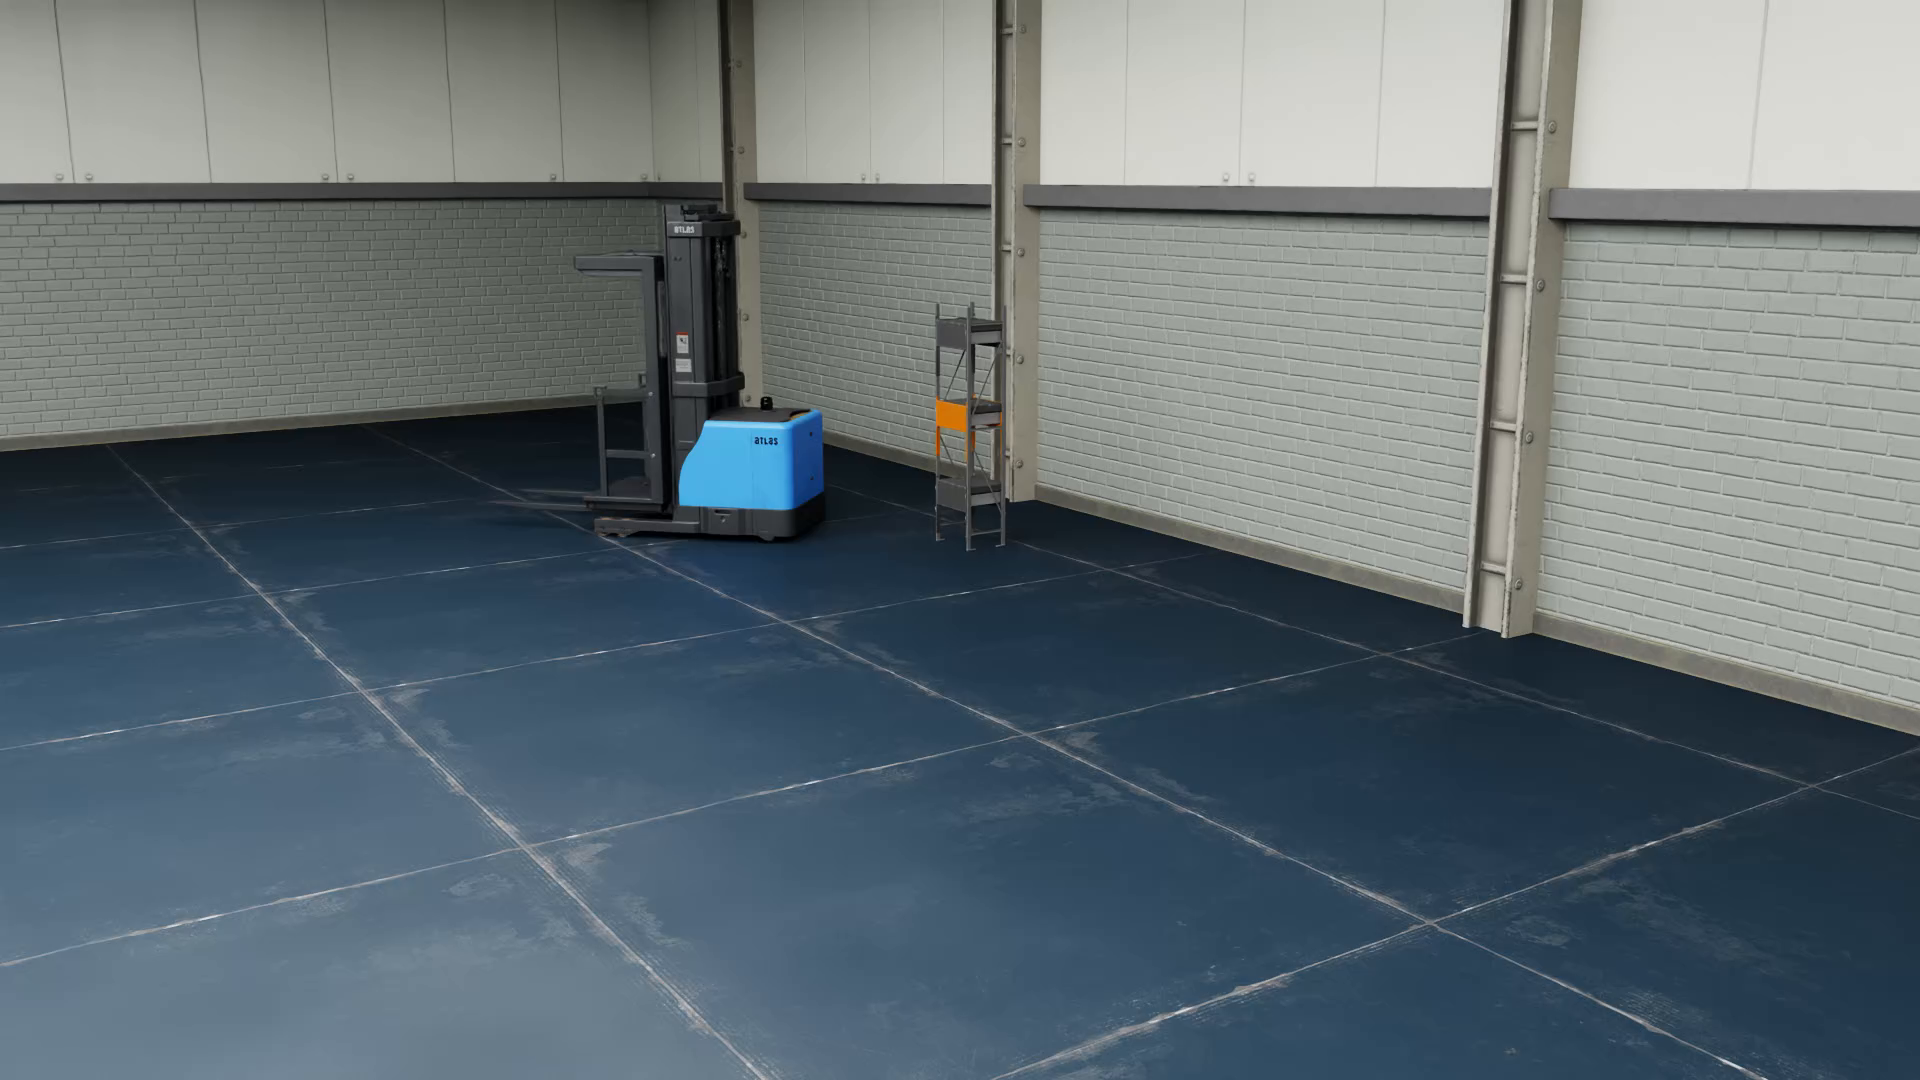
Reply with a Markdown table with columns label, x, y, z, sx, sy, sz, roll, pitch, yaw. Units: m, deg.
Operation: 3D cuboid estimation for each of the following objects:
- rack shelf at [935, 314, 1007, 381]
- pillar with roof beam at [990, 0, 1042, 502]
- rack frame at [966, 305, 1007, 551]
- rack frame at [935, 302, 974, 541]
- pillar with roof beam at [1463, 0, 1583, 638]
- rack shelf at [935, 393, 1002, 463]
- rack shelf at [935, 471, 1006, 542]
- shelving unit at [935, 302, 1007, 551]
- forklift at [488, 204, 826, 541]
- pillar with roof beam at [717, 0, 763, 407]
| label | x | y | z | sx | sy | sz | roll | pitch | yaw |
| --- | --- | --- | --- | --- | --- | --- | --- | --- | --- |
| rack shelf | 0.092 | -1.667 | 14.356 | 0.431 | 0.518 | 0.480 | -8 | 15 | -33 |
| pillar with roof beam | -3.042 | -4.315 | 13.529 | 9.100 | 9.000 | 0.400 | -8 | 15 | -33 |
| rack frame | 0.227 | -0.953 | 14.304 | 0.400 | 2.100 | 0.015 | -8 | 15 | -33 |
| rack frame | -0.043 | -1.040 | 14.701 | 0.400 | 2.100 | 0.015 | -8 | 15 | -33 |
| pillar with roof beam | 0.282 | -3.248 | 8.650 | 9.100 | 9.000 | 0.400 | -8 | 15 | -33 |
| rack shelf | 0.092 | -0.983 | 14.506 | 0.431 | 0.518 | 0.480 | -8 | 15 | -33 |
| rack shelf | 0.092 | -0.299 | 14.655 | 0.431 | 0.518 | 0.480 | -8 | 15 | -33 |
| shelving unit | 0.092 | -0.996 | 14.503 | 0.431 | 2.100 | 0.503 | -8 | 15 | -33 |
| forklift | -2.830 | -1.565 | 15.157 | 3.031 | 2.935 | 1.130 | 3 | 13 | 12 |
| pillar with roof beam | -6.367 | -5.382 | 18.409 | 9.100 | 9.000 | 0.400 | -8 | 15 | -33 |
